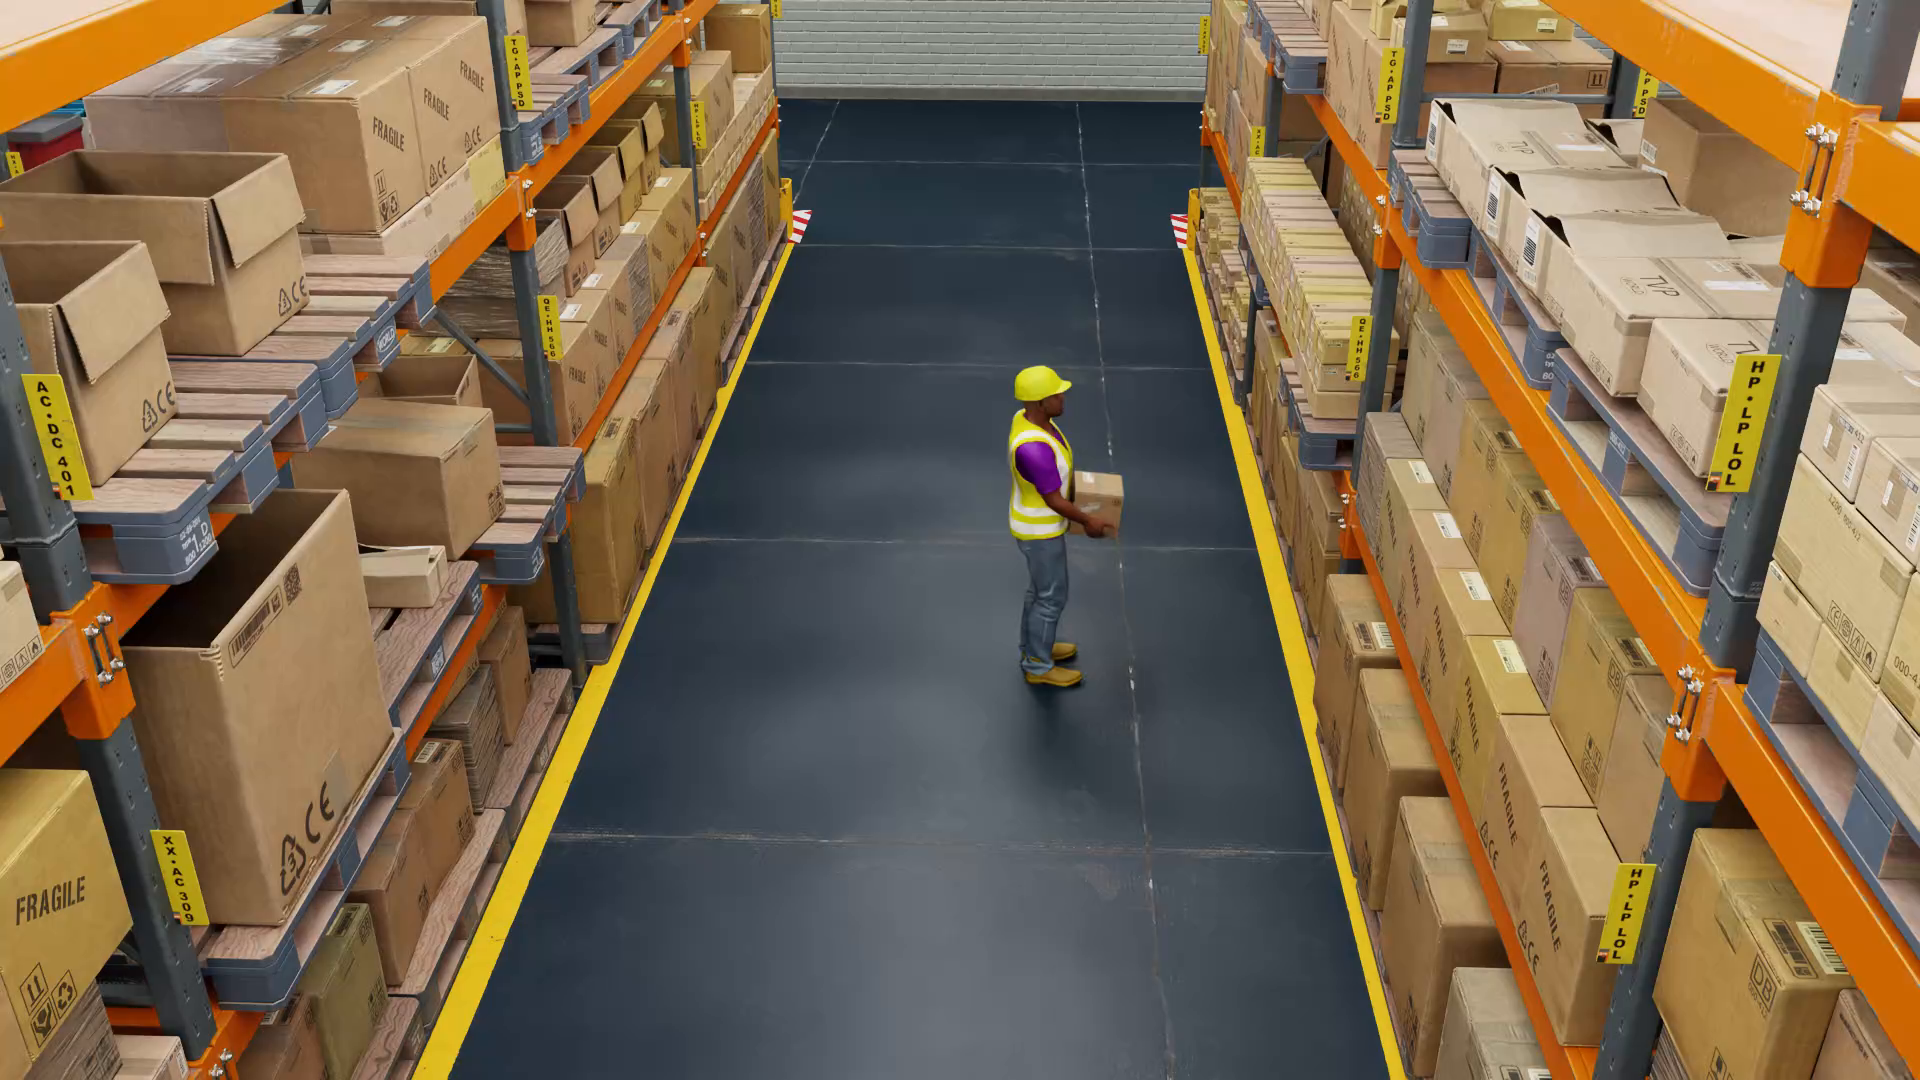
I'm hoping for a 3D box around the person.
[{"bbox_3d":[0.526,-0.079,8.744,0.567,1.769,0.528,1,28,2],"label":"person"}]
